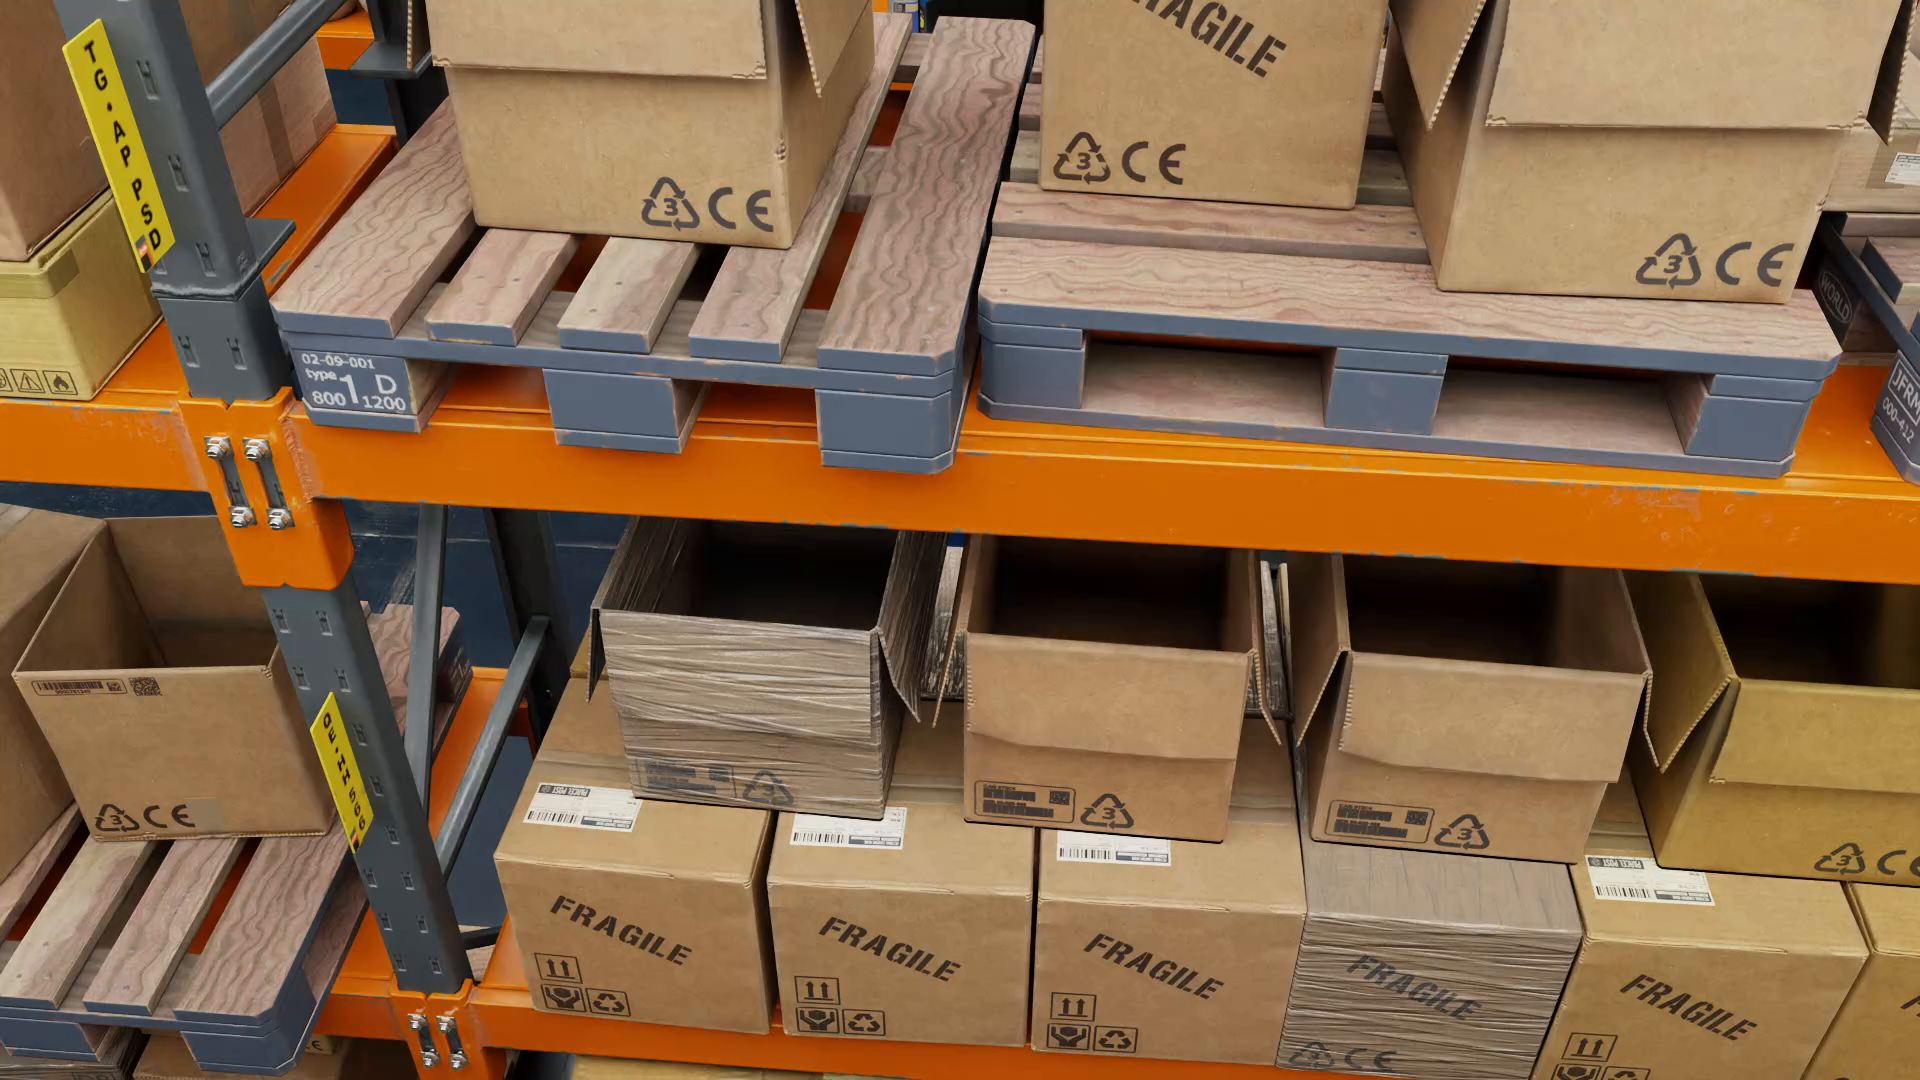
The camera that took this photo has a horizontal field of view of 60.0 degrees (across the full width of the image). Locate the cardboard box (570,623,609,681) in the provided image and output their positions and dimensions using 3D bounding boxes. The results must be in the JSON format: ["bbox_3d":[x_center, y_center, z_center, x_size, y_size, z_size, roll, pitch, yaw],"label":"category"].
[{"bbox_3d":[-0.561,0.331,3.889,0.500,0.500,0.500,4,39,5],"label":"cardboard box"}]

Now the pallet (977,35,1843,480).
[{"bbox_3d":[0.686,-0.531,2.800,1.213,0.211,1.003,5,39,6],"label":"pallet"}]

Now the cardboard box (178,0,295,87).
[{"bbox_3d":[-1.520,-1.085,2.856,0.500,0.500,0.500,3,39,4],"label":"cardboard box"}]

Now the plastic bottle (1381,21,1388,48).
[{"bbox_3d":[1.799,-2.184,7.214,0.097,0.201,0.097,0,39,0],"label":"plastic bottle"}]

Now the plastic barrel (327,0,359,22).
[{"bbox_3d":[-2.967,-2.657,7.531,0.433,0.535,0.433,0,39,0],"label":"plastic barrel"}]

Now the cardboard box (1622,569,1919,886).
[{"bbox_3d":[1.591,0.214,3.237,0.637,0.503,0.797,4,39,4],"label":"cardboard box"}]

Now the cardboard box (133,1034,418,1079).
[{"bbox_3d":[-1.744,1.273,4.441,0.500,0.500,0.700,1,39,1],"label":"cardboard box"}]

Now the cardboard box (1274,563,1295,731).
[{"bbox_3d":[0.959,0.416,3.784,0.500,0.500,0.500,4,39,5],"label":"cardboard box"}]

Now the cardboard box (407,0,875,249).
[{"bbox_3d":[-0.460,-0.880,2.664,0.637,0.503,0.797,5,39,6],"label":"cardboard box"}]

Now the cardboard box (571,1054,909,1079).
[{"bbox_3d":[-0.389,1.210,4.238,0.875,0.875,1.225,1,39,2],"label":"cardboard box"}]

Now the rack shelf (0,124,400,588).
[{"bbox_3d":[-3.067,-0.495,3.176,4.000,0.370,1.077,3,39,4],"label":"rack shelf"}]

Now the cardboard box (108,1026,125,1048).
[{"bbox_3d":[-2.274,0.966,4.224,0.500,0.250,0.500,7,40,9],"label":"cardboard box"}]

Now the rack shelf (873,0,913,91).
[{"bbox_3d":[1.345,-2.229,7.682,4.000,0.370,1.077,3,39,4],"label":"rack shelf"}]

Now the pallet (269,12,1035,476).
[{"bbox_3d":[-0.428,-0.590,2.872,1.003,0.211,1.213,5,39,6],"label":"pallet"}]

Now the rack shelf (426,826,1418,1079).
[{"bbox_3d":[0.918,0.886,3.855,4.000,0.370,1.077,3,39,4],"label":"rack shelf"}]

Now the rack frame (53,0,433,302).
[{"bbox_3d":[-1.074,-1.828,1.868,0.127,3.000,1.000,3,39,4],"label":"rack frame"}]

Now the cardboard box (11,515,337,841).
[{"bbox_3d":[-1.616,0.292,3.603,0.500,0.500,0.500,-1,39,-2],"label":"cardboard box"}]

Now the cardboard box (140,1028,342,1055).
[{"bbox_3d":[-1.745,0.989,4.197,0.500,0.250,0.500,5,39,6],"label":"cardboard box"}]

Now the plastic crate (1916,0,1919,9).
[{"bbox_3d":[4.206,-2.241,7.028,0.583,0.464,0.402,3,39,4],"label":"plastic crate"}]

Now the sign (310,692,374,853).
[{"bbox_3d":[-1.112,0.422,3.001,0.005,0.325,0.100,3,39,4],"label":"sign"}]

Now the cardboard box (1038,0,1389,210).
[{"bbox_3d":[0.407,-0.887,2.676,0.500,0.500,0.500,5,39,6],"label":"cardboard box"}]

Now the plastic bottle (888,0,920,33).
[{"bbox_3d":[-0.244,-2.342,7.349,0.135,0.276,0.152,3,39,4],"label":"plastic bottle"}]

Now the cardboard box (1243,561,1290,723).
[{"bbox_3d":[0.452,0.388,3.818,0.500,0.500,0.500,2,39,2],"label":"cardboard box"}]

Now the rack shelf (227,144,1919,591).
[{"bbox_3d":[0.918,-0.277,2.908,4.000,0.370,1.077,3,39,4],"label":"rack shelf"}]

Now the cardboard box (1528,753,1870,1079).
[{"bbox_3d":[1.408,0.768,3.351,0.500,0.500,0.500,3,39,3],"label":"cardboard box"}]

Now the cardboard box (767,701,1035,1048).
[{"bbox_3d":[-0.100,0.684,3.455,0.500,0.500,0.500,2,39,3],"label":"cardboard box"}]

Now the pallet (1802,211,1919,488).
[{"bbox_3d":[1.993,-0.392,2.631,1.217,0.209,0.805,2,39,2],"label":"pallet"}]

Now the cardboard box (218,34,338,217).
[{"bbox_3d":[-1.521,-0.793,3.090,0.500,0.250,0.500,4,39,5],"label":"cardboard box"}]

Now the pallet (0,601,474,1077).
[{"bbox_3d":[-1.794,0.601,3.788,1.003,0.211,1.213,3,39,4],"label":"pallet"}]

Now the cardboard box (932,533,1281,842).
[{"bbox_3d":[0.302,0.158,3.306,0.637,0.503,0.797,4,39,5],"label":"cardboard box"}]

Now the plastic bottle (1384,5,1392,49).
[{"bbox_3d":[1.917,-2.224,7.204,0.135,0.276,0.152,3,39,4],"label":"plastic bottle"}]

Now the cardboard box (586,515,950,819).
[{"bbox_3d":[-0.347,0.120,3.352,0.637,0.503,0.797,4,39,5],"label":"cardboard box"}]

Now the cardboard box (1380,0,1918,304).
[{"bbox_3d":[0.963,-0.770,2.529,0.637,0.503,0.797,3,39,3],"label":"cardboard box"}]

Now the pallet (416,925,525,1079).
[{"bbox_3d":[-1.853,1.536,4.695,1.213,0.211,1.003,3,39,4],"label":"pallet"}]

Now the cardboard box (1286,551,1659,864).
[{"bbox_3d":[0.970,0.190,3.266,0.637,0.503,0.797,4,39,5],"label":"cardboard box"}]

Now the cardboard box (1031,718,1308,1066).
[{"bbox_3d":[0.411,0.709,3.423,0.500,0.500,0.500,2,39,3],"label":"cardboard box"}]

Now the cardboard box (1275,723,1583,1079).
[{"bbox_3d":[0.909,0.738,3.388,0.500,0.500,0.500,3,39,4],"label":"cardboard box"}]

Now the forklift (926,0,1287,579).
[{"bbox_3d":[0.636,-1.103,5.784,3.031,2.935,1.130,3,39,4],"label":"forklift"}]

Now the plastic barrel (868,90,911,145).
[{"bbox_3d":[-0.158,-1.922,8.122,0.708,0.830,0.600,3,39,4],"label":"plastic barrel"}]

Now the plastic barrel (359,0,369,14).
[{"bbox_3d":[-2.536,-2.634,7.502,0.433,0.535,0.433,0,39,0],"label":"plastic barrel"}]

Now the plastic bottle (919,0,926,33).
[{"bbox_3d":[-0.131,-2.316,7.322,0.097,0.271,0.097,0,39,0],"label":"plastic bottle"}]

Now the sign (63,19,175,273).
[{"bbox_3d":[-1.123,-0.524,2.232,0.005,0.325,0.100,3,39,4],"label":"sign"}]

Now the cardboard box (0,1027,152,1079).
[{"bbox_3d":[-2.297,1.251,4.469,0.500,0.500,0.700,0,39,0],"label":"cardboard box"}]

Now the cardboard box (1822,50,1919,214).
[{"bbox_3d":[1.440,-0.688,2.709,0.250,0.149,0.380,2,39,2],"label":"cardboard box"}]

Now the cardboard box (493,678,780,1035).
[{"bbox_3d":[-0.614,0.657,3.487,0.500,0.500,0.500,4,39,5],"label":"cardboard box"}]

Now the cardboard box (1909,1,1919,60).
[{"bbox_3d":[1.825,-0.692,2.586,0.500,0.311,0.500,2,39,2],"label":"cardboard box"}]

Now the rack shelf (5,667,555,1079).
[{"bbox_3d":[-3.067,0.668,4.123,4.000,0.370,1.077,3,39,4],"label":"rack shelf"}]

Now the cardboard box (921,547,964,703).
[{"bbox_3d":[-0.065,0.361,3.851,0.500,0.500,0.500,3,39,3],"label":"cardboard box"}]

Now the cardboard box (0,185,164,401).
[{"bbox_3d":[-1.569,-0.479,2.704,0.500,0.250,0.500,3,39,4],"label":"cardboard box"}]

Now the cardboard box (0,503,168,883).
[{"bbox_3d":[-2.181,0.325,3.563,0.500,0.500,0.700,9,40,10],"label":"cardboard box"}]

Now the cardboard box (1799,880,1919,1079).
[{"bbox_3d":[1.929,0.792,3.321,0.500,0.500,0.500,4,39,5],"label":"cardboard box"}]

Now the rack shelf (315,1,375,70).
[{"bbox_3d":[-2.640,-2.447,7.950,4.000,0.370,1.077,3,39,4],"label":"rack shelf"}]

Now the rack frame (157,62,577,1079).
[{"bbox_3d":[-1.074,0.498,3.762,0.127,3.000,1.000,3,39,4],"label":"rack frame"}]

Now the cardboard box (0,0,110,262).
[{"bbox_3d":[-1.571,-0.766,2.464,0.500,0.500,0.500,4,39,5],"label":"cardboard box"}]
